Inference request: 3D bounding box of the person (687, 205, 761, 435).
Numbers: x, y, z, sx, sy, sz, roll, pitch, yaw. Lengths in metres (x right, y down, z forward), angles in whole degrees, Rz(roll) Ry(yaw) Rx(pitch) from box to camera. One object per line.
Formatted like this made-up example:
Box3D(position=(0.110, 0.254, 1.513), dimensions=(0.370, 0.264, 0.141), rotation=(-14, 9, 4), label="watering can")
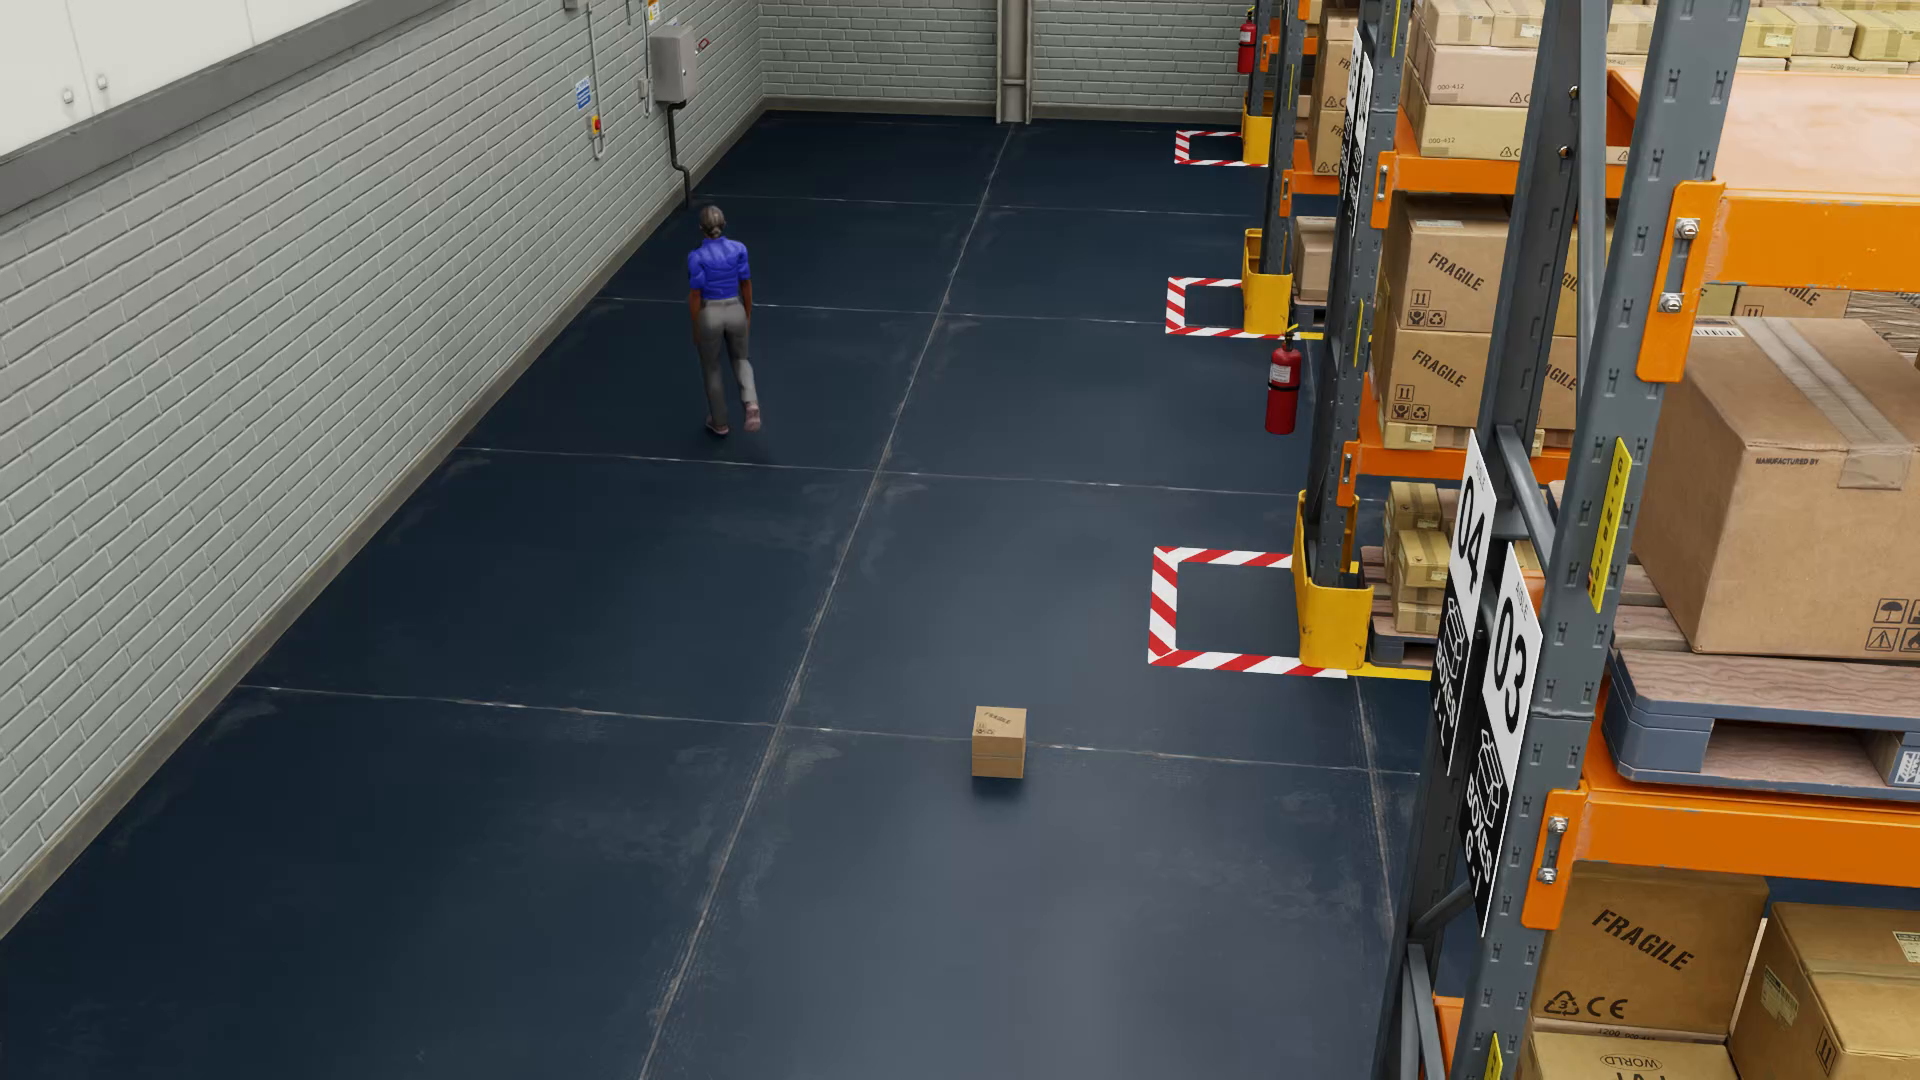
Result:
Box3D(position=(-1.599, -1.466, 11.278), dimensions=(0.440, 1.644, 0.578), rotation=(-12, 31, -22), label="person")
